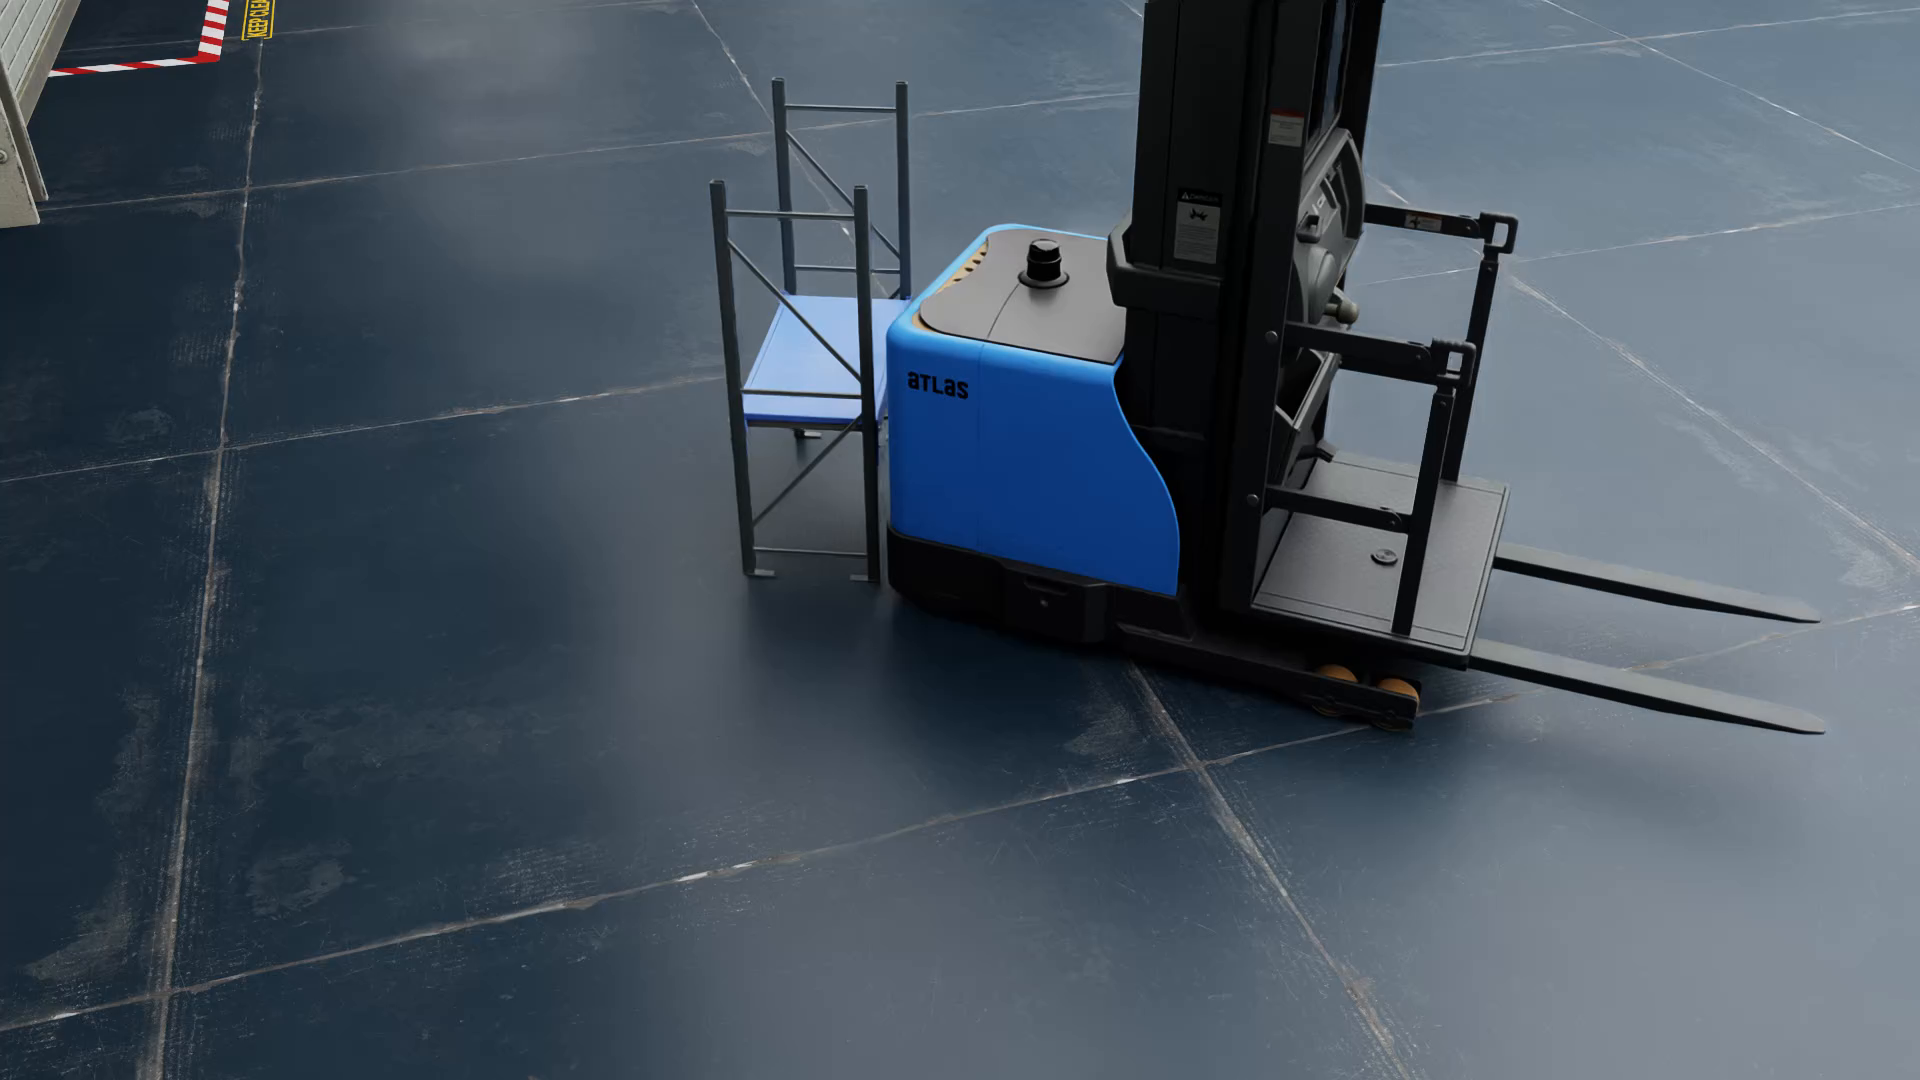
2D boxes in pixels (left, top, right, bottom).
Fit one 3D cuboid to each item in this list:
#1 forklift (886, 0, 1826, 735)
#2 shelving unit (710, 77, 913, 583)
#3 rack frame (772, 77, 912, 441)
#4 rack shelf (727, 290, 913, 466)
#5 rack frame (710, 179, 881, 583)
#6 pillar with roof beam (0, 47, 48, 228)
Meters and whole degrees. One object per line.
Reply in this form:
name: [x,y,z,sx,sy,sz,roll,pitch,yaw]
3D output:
forklift: [1.312,-0.945,5.022,3.031,2.935,1.130,13,36,18]
shelving unit: [-0.488,-0.771,6.056,0.538,1.500,1.048,3,34,5]
rack frame: [-0.438,-1.050,6.478,0.500,1.500,0.032,3,34,5]
rack shelf: [-0.488,-0.621,6.155,0.538,0.185,1.000,3,34,5]
rack frame: [-0.538,-0.492,5.634,0.500,1.500,0.032,3,34,5]
pillar with roof beam: [-0.969,-6.224,7.507,9.100,9.000,0.400,-10,35,-15]
